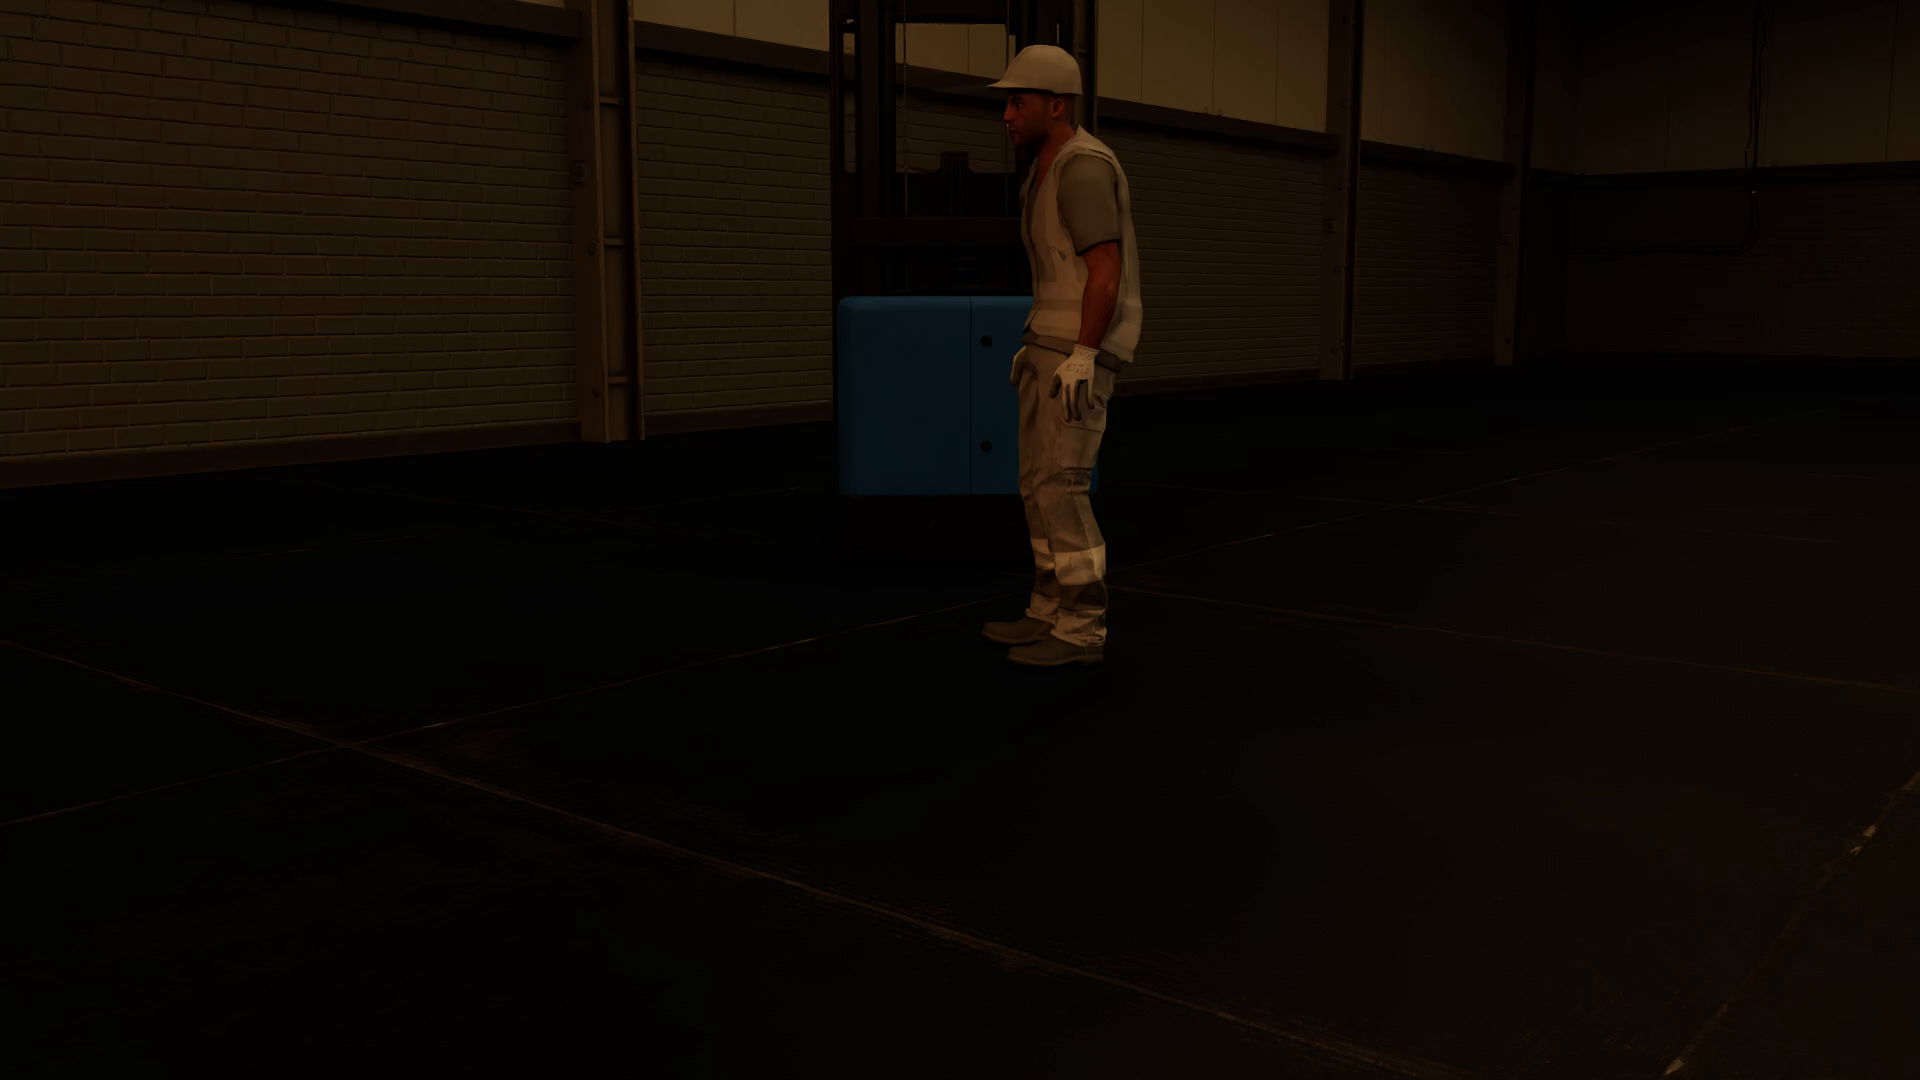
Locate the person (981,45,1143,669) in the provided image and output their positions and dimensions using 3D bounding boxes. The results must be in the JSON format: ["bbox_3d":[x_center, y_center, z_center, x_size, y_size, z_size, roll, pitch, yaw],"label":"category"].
[{"bbox_3d":[0.286,-0.525,4.866,0.451,1.778,0.612,-2,8,-11],"label":"person"}]

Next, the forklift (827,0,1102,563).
[{"bbox_3d":[-0.057,-1.534,7.765,1.130,2.935,3.031,-1,8,-4],"label":"forklift"}]
